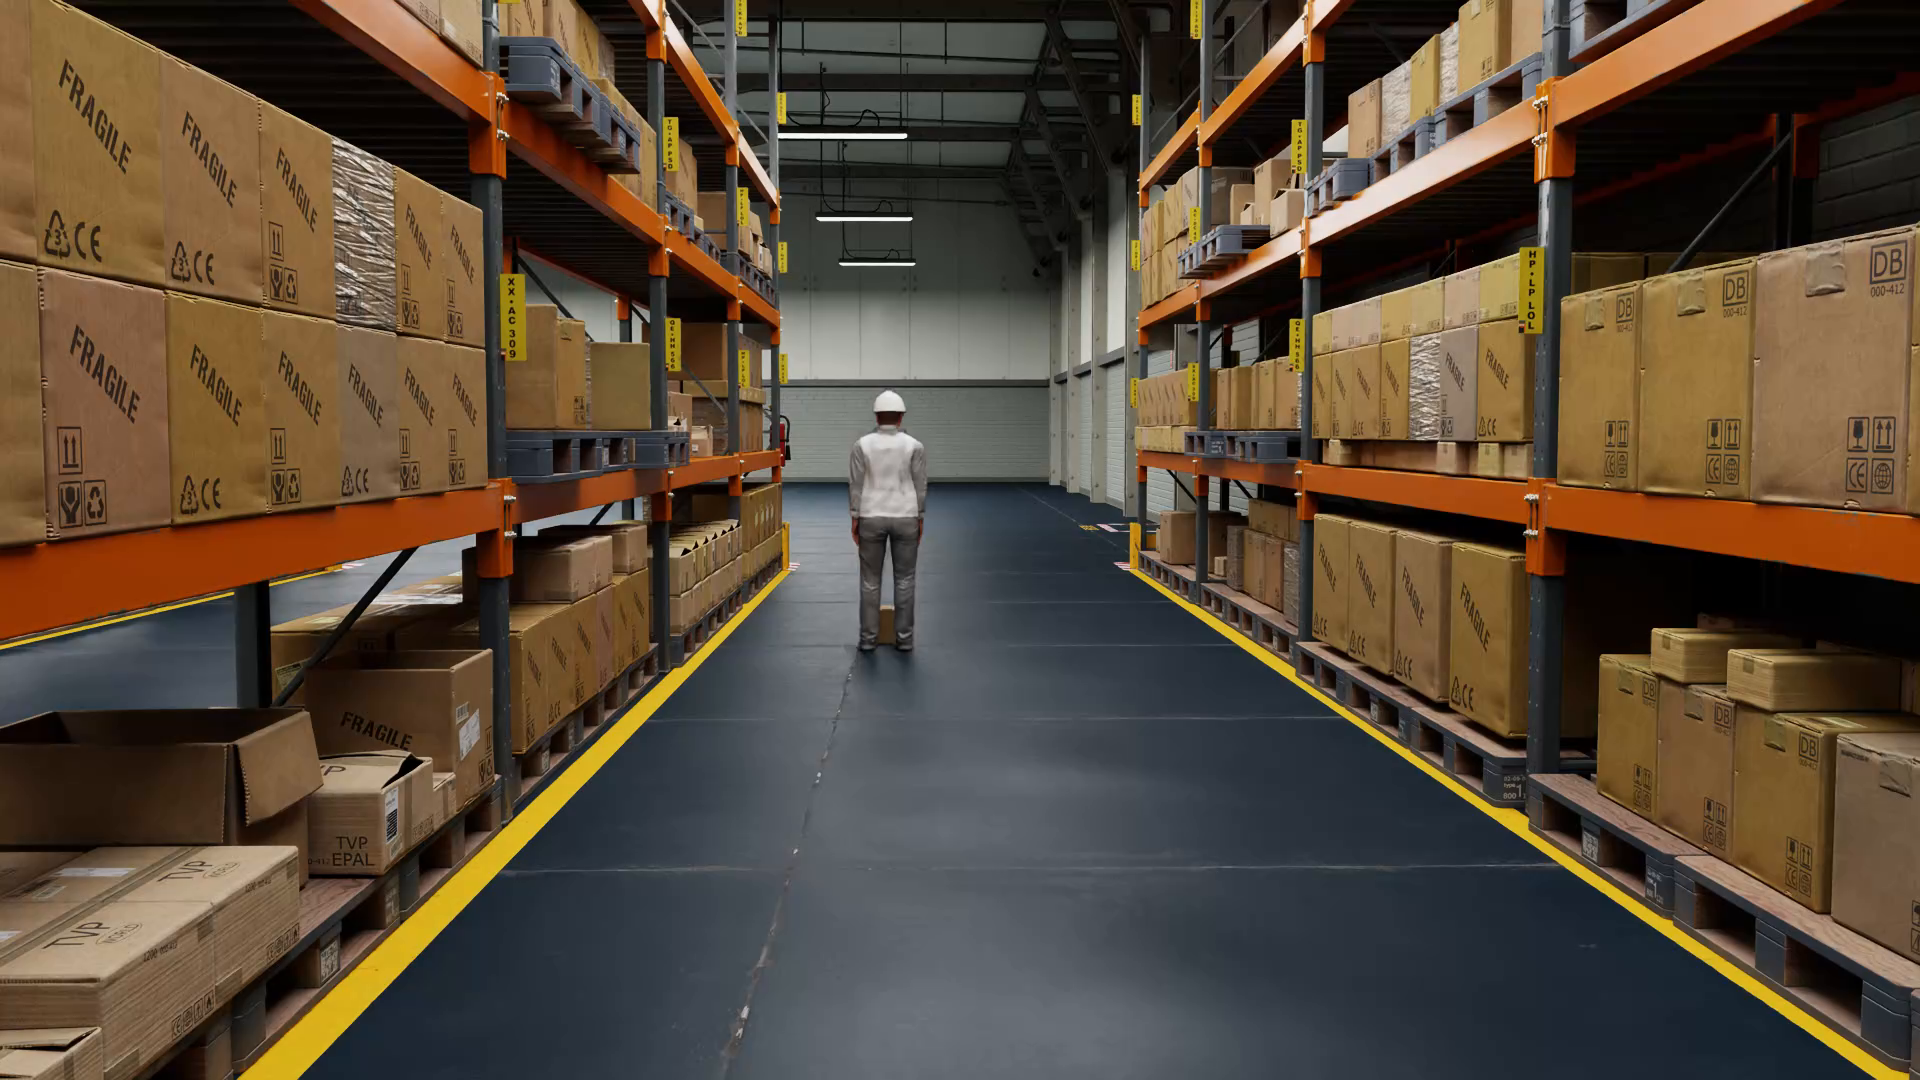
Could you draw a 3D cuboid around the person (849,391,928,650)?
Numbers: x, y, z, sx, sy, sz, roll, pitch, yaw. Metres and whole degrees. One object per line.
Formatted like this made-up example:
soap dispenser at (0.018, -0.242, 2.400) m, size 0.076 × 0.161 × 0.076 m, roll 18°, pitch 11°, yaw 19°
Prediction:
person at (-0.490, -0.132, 11.424) m, size 0.536 × 1.775 × 0.397 m, roll 0°, pitch 4°, yaw 0°
